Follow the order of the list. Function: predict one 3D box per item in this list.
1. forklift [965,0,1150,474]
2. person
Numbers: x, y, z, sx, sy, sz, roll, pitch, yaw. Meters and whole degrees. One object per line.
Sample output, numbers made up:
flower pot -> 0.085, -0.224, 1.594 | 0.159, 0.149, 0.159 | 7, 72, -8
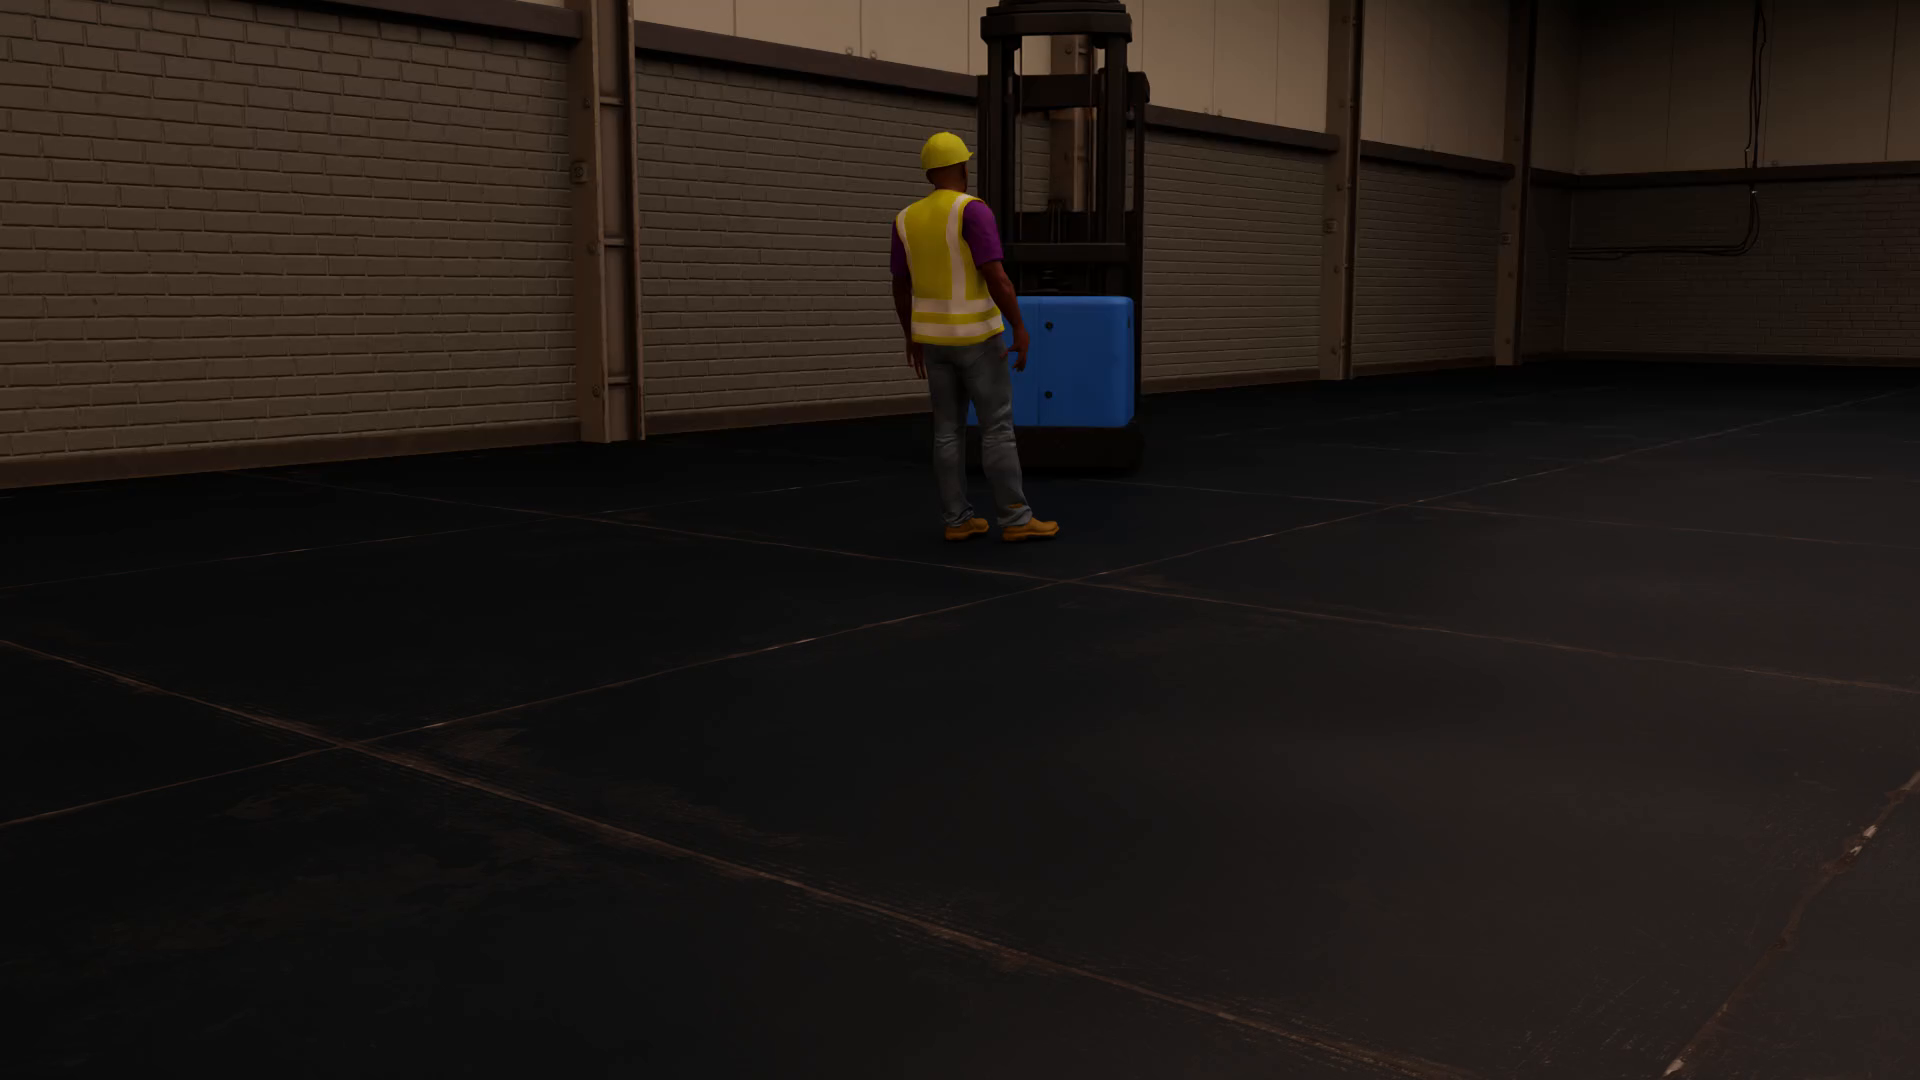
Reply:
forklift -> 0.694, -2.029, 11.147 | 1.130, 2.935, 3.031 | 1, 8, 9
person -> 0.048, -0.888, 7.327 | 0.666, 1.768, 0.575 | 7, 11, 38
